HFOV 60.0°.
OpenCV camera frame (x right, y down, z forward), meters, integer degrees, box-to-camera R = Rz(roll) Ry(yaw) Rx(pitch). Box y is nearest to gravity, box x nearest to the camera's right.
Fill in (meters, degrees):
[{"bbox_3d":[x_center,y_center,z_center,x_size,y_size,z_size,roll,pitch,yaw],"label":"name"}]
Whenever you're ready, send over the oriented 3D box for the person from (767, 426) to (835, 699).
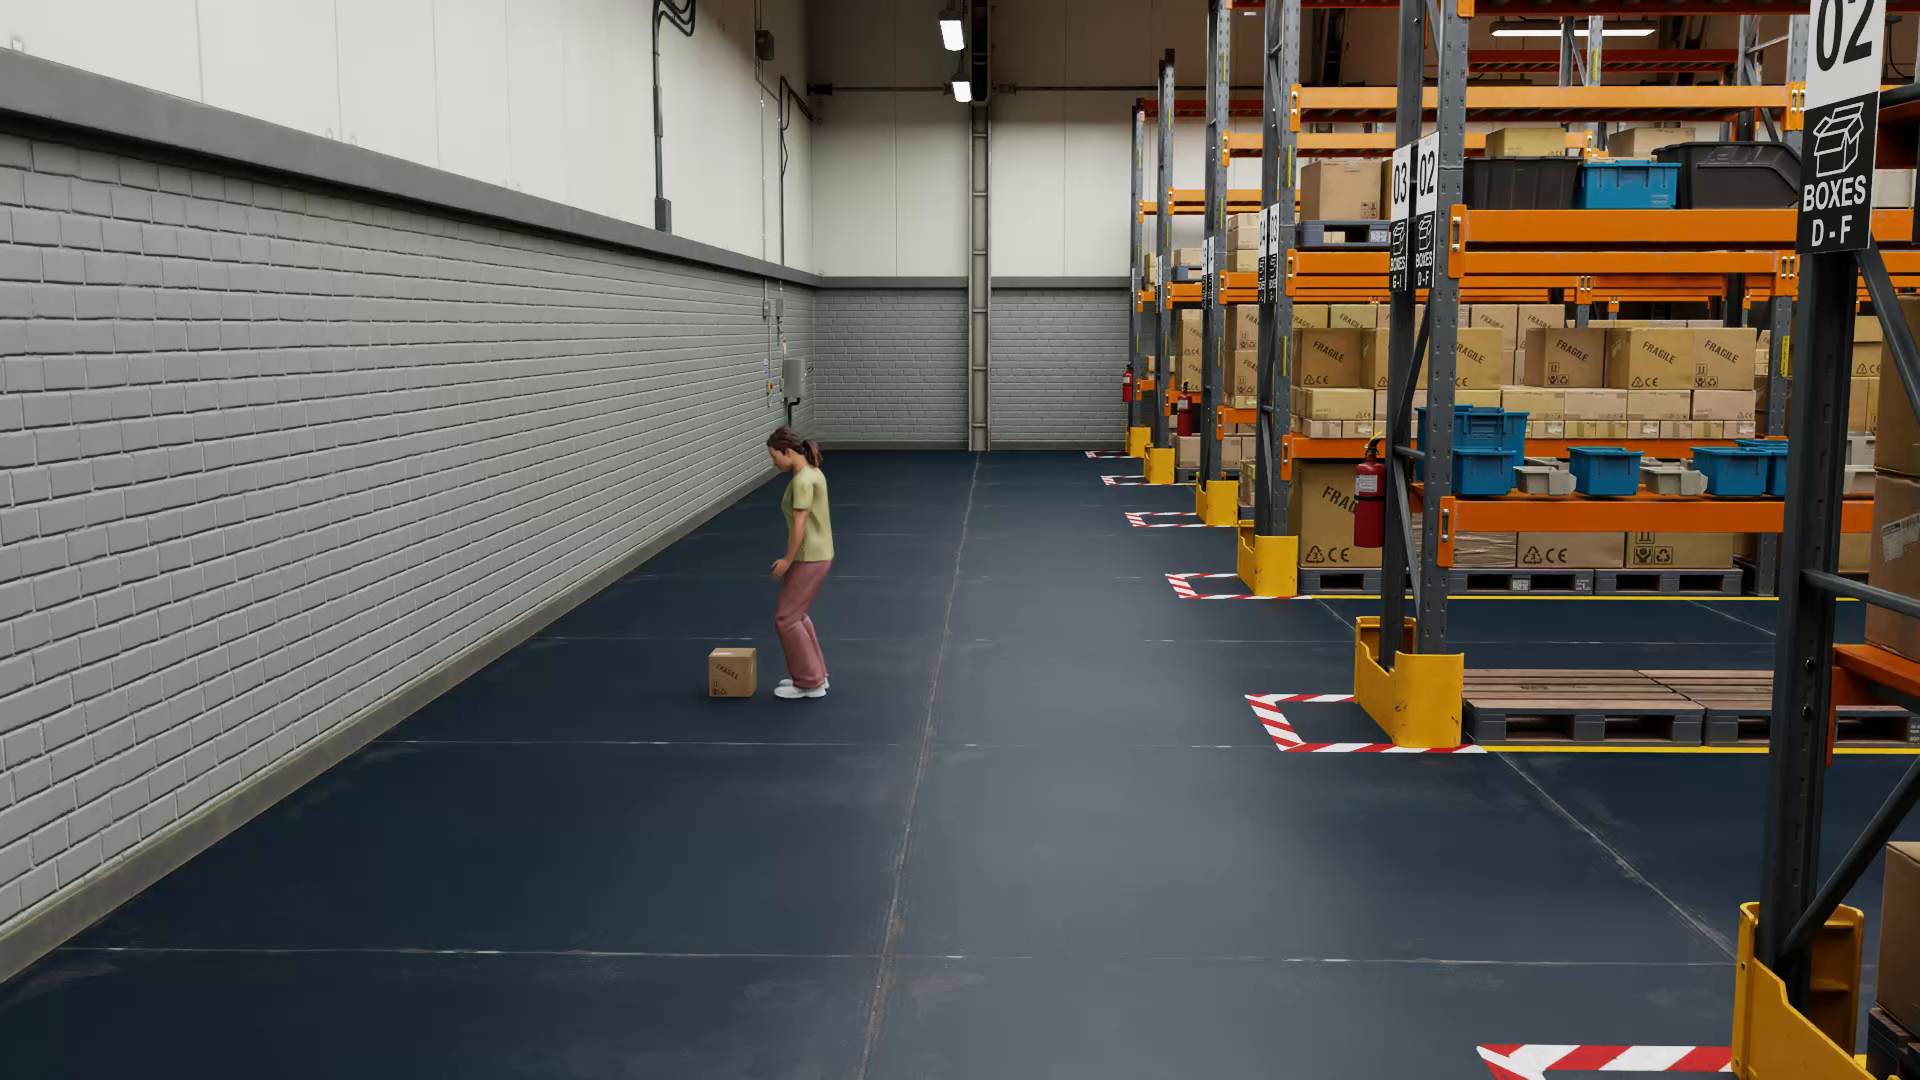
[{"bbox_3d":[-0.956,0.132,9.978,0.387,1.628,0.470,0,7,3],"label":"person"}]
